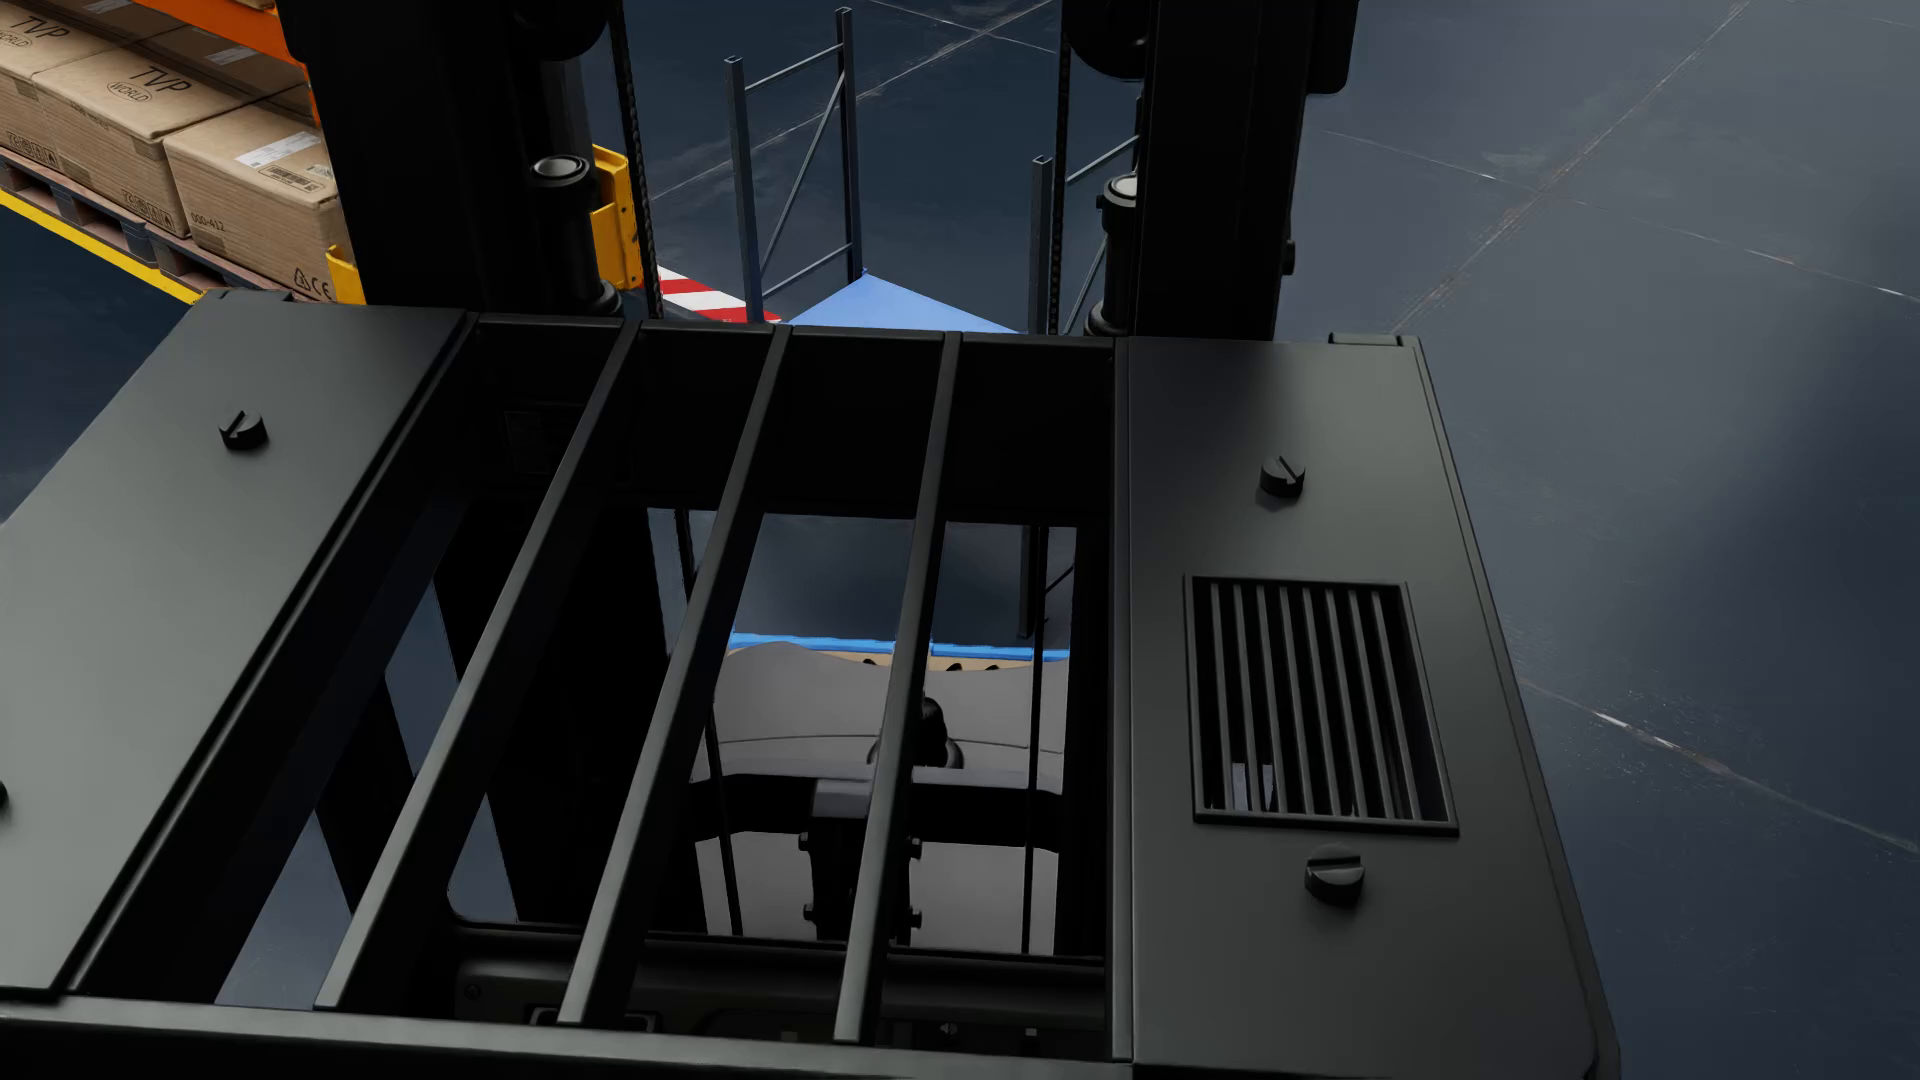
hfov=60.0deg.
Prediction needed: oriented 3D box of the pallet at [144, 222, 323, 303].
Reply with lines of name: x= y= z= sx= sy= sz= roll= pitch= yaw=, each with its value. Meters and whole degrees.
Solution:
pallet: x=-2.410 y=-1.165 z=6.567 sx=1.213 sy=0.211 sz=1.003 roll=25 pitch=45 yaw=29

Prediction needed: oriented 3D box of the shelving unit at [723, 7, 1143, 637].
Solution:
shelving unit: x=-0.068 y=-0.622 z=4.828 sx=1.048 sy=1.500 sz=0.538 roll=25 pitch=45 yaw=29

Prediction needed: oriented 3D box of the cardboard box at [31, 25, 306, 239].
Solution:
cardboard box: x=-3.045 y=-1.695 z=6.720 sx=0.875 sy=0.438 sz=0.875 roll=27 pitch=45 yaw=30

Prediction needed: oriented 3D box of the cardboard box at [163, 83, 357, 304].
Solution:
cardboard box: x=-2.312 y=-1.357 z=6.287 sx=0.875 sy=0.438 sz=0.875 roll=24 pitch=44 yaw=27

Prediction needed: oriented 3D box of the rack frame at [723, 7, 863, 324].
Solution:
rack frame: x=-0.472 y=-0.813 z=5.072 sx=0.032 sy=1.500 sz=0.500 roll=25 pitch=45 yaw=29

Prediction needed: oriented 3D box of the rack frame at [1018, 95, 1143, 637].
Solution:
rack frame: x=0.336 y=-0.432 z=4.585 sx=0.032 sy=1.500 sz=0.500 roll=25 pitch=45 yaw=29

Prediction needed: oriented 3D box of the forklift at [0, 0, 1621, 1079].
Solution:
forklift: x=-0.164 y=0.794 z=1.859 sx=1.130 sy=2.935 sz=3.031 roll=3 pitch=38 yaw=3

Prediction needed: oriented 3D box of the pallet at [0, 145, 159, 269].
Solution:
pallet: x=-3.375 y=-1.622 z=7.151 sx=1.213 sy=0.211 sz=1.003 roll=25 pitch=45 yaw=29

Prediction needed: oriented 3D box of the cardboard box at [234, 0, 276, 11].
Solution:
cardboard box: x=-2.271 y=-2.092 z=5.408 sx=0.500 sy=0.500 sz=0.500 roll=26 pitch=45 yaw=29

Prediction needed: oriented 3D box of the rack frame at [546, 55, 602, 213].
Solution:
rack frame: x=-1.728 y=-2.002 z=5.374 sx=0.127 sy=3.000 sz=1.000 roll=25 pitch=45 yaw=29

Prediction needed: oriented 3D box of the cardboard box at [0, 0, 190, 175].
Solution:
cardboard box: x=-3.760 y=-2.034 z=7.152 sx=0.875 sy=0.438 sz=0.875 roll=24 pitch=44 yaw=27

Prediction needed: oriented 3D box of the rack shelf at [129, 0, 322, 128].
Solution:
rack shelf: x=-3.316 y=-2.468 z=6.552 sx=4.000 sy=0.370 sz=1.077 roll=25 pitch=45 yaw=29

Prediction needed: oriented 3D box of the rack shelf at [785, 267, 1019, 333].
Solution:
rack shelf: x=-0.068 y=-0.481 z=4.939 sx=1.000 sy=0.185 sz=0.538 roll=25 pitch=45 yaw=29

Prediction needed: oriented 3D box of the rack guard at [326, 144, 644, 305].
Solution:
rack guard: x=-1.708 y=-1.009 z=6.133 sx=0.348 sy=0.500 sz=1.175 roll=25 pitch=45 yaw=29
